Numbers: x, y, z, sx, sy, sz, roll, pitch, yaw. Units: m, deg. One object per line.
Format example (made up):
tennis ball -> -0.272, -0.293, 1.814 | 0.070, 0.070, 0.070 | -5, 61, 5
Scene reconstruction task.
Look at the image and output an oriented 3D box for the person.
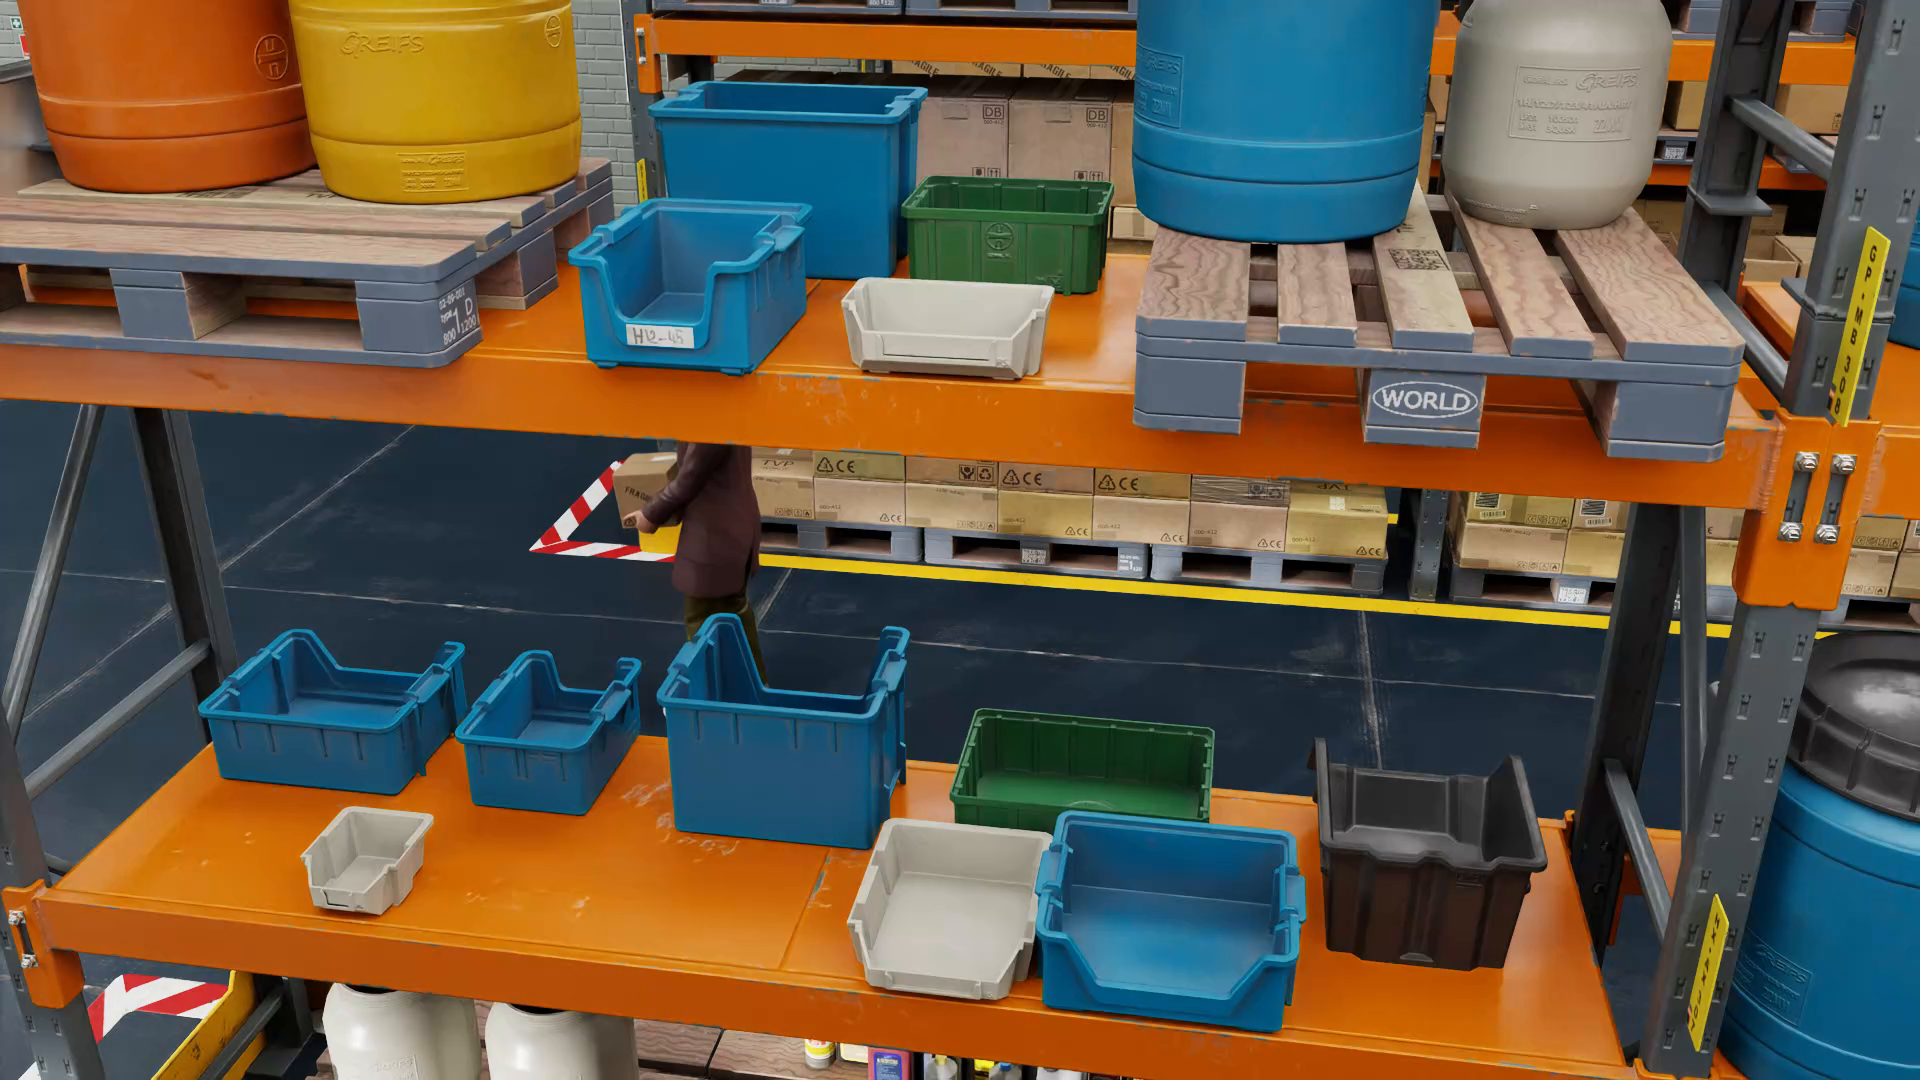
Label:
person -> -1.148, -0.041, 7.219 | 0.553, 1.776, 0.526 | 4, 25, 9
